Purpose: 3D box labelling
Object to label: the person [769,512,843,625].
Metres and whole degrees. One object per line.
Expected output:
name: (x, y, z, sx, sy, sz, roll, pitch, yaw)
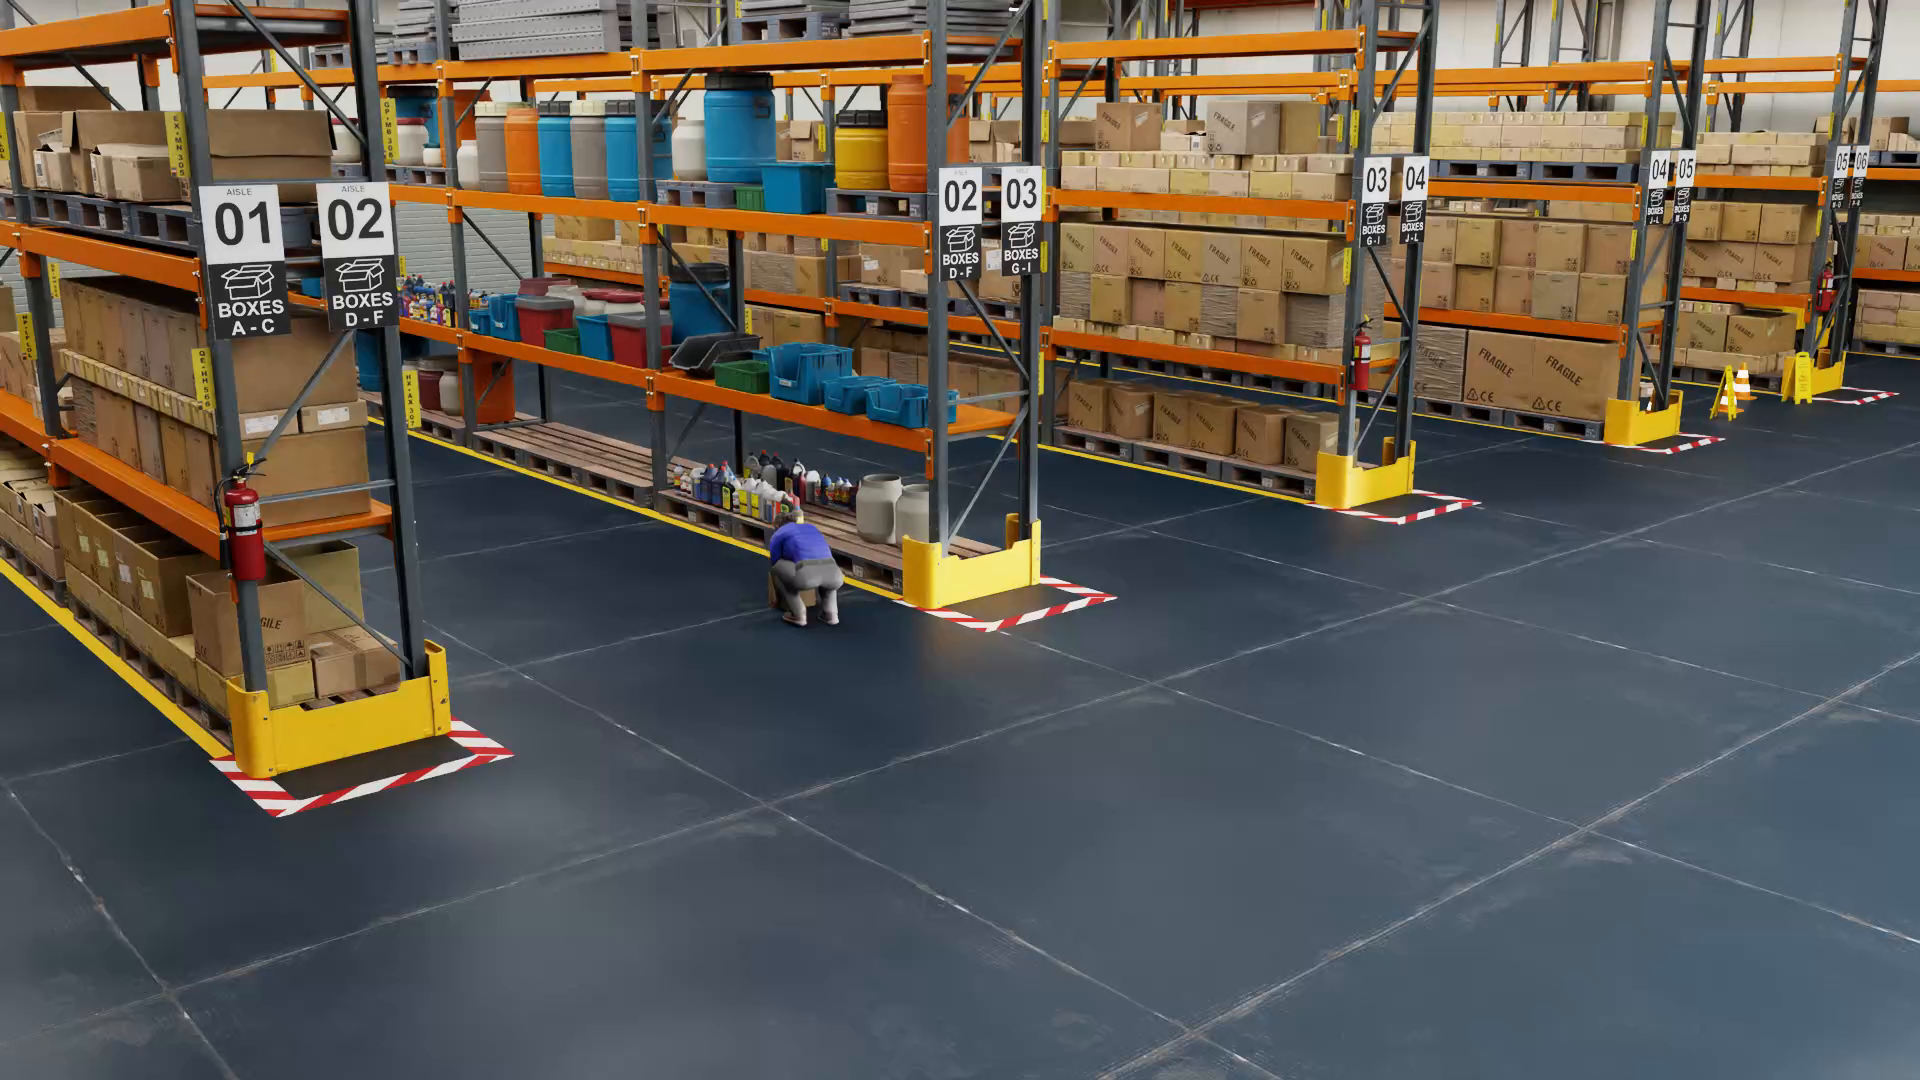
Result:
person: (-1.138, 0.237, 12.107, 0.459, 0.809, 0.880, -6, 15, -21)
